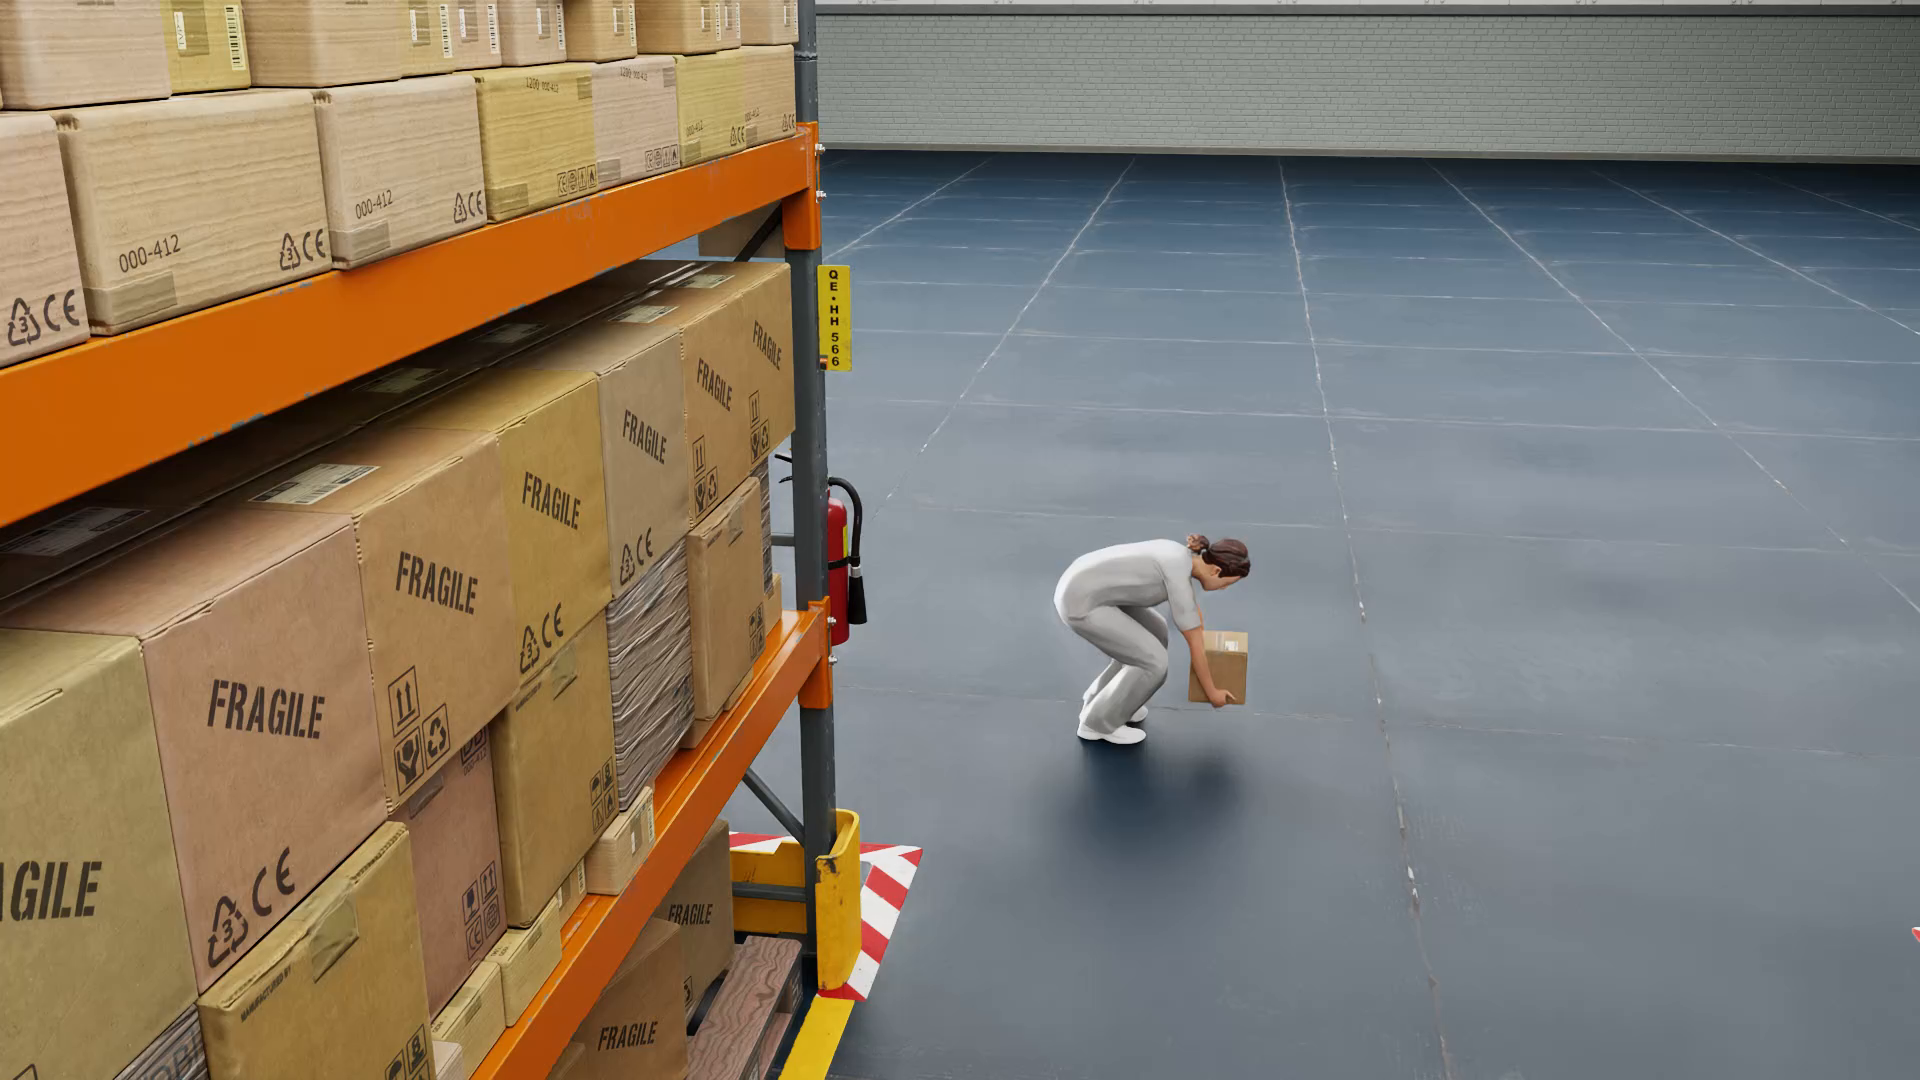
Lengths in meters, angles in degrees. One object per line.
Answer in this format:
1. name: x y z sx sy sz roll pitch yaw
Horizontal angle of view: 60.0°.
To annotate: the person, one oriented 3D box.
1. person: 0.850 0.417 7.440 0.857 0.956 0.476 2 18 6
